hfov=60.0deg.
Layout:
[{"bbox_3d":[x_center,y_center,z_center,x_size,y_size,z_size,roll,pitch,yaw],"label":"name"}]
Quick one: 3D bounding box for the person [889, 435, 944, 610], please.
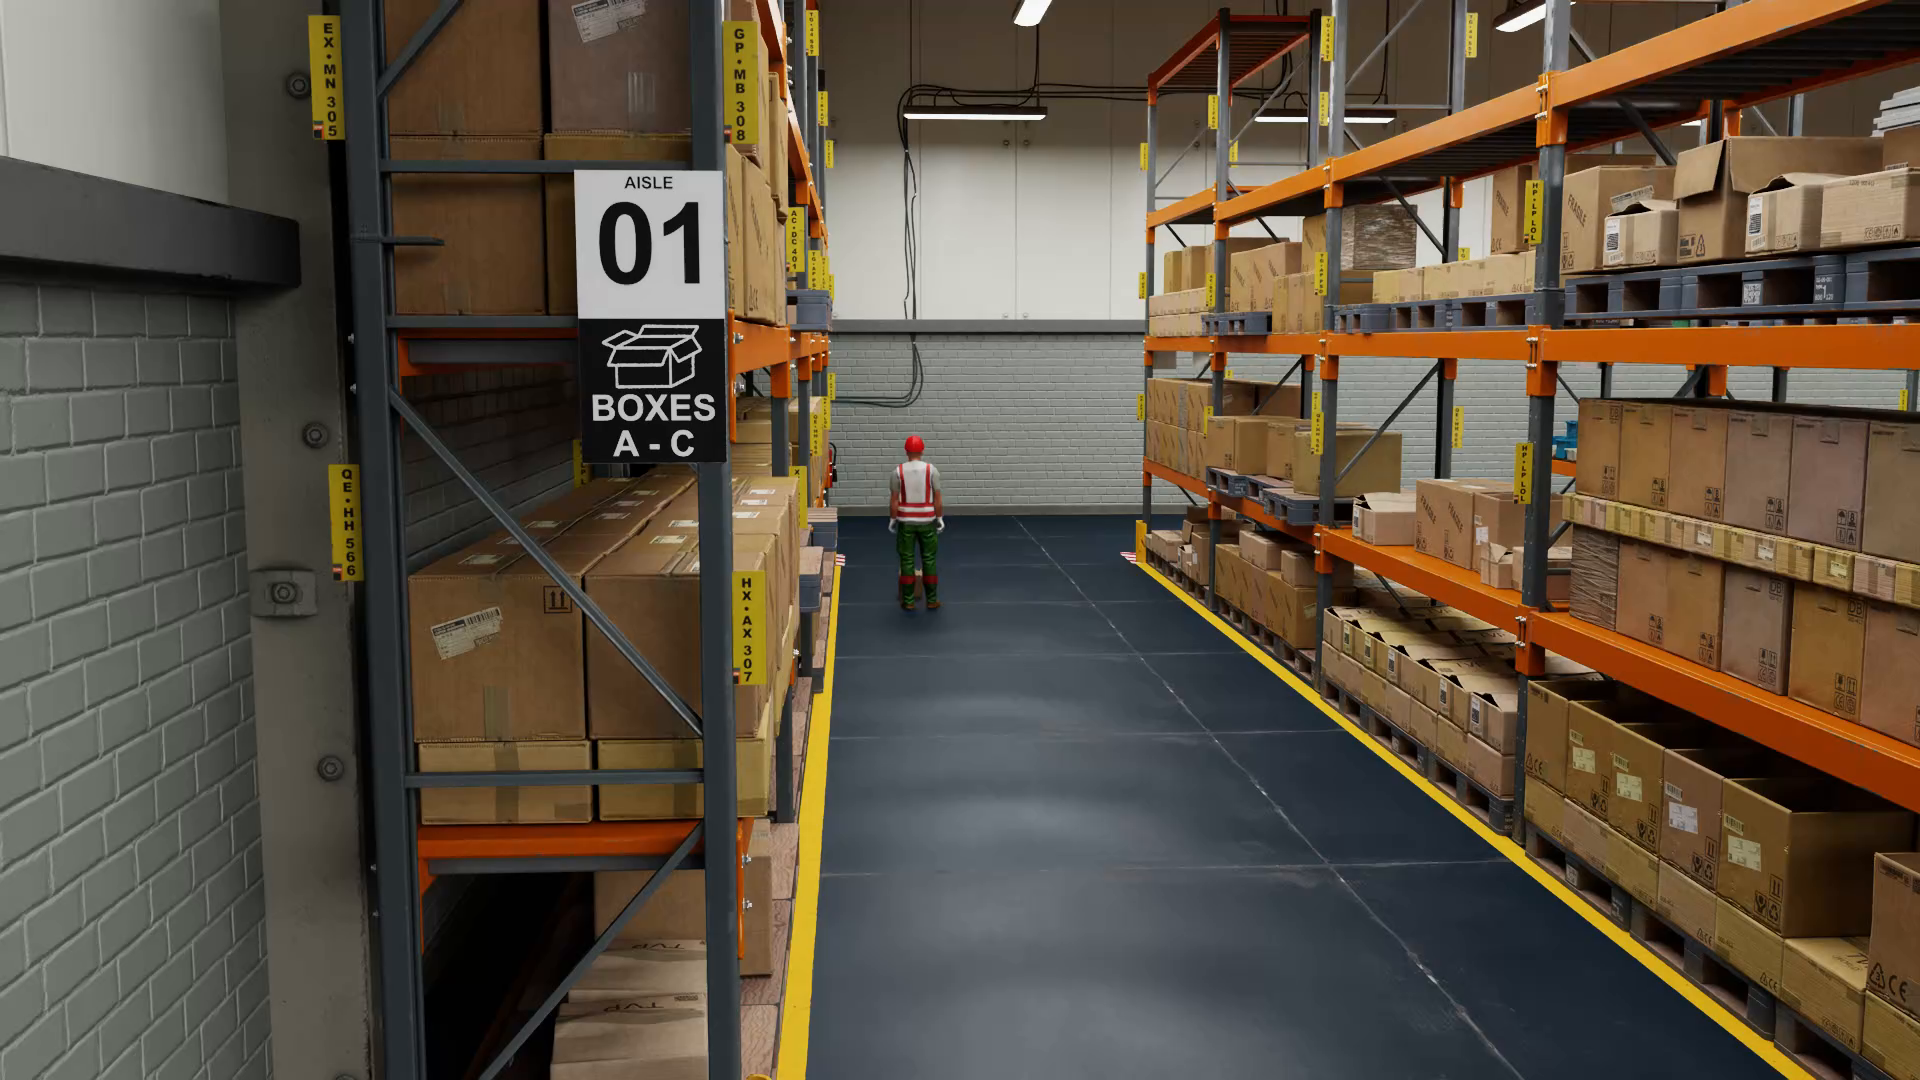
[{"bbox_3d":[-0.451,-0.186,17.161,0.572,1.798,0.401,0,7,-3],"label":"person"}]
